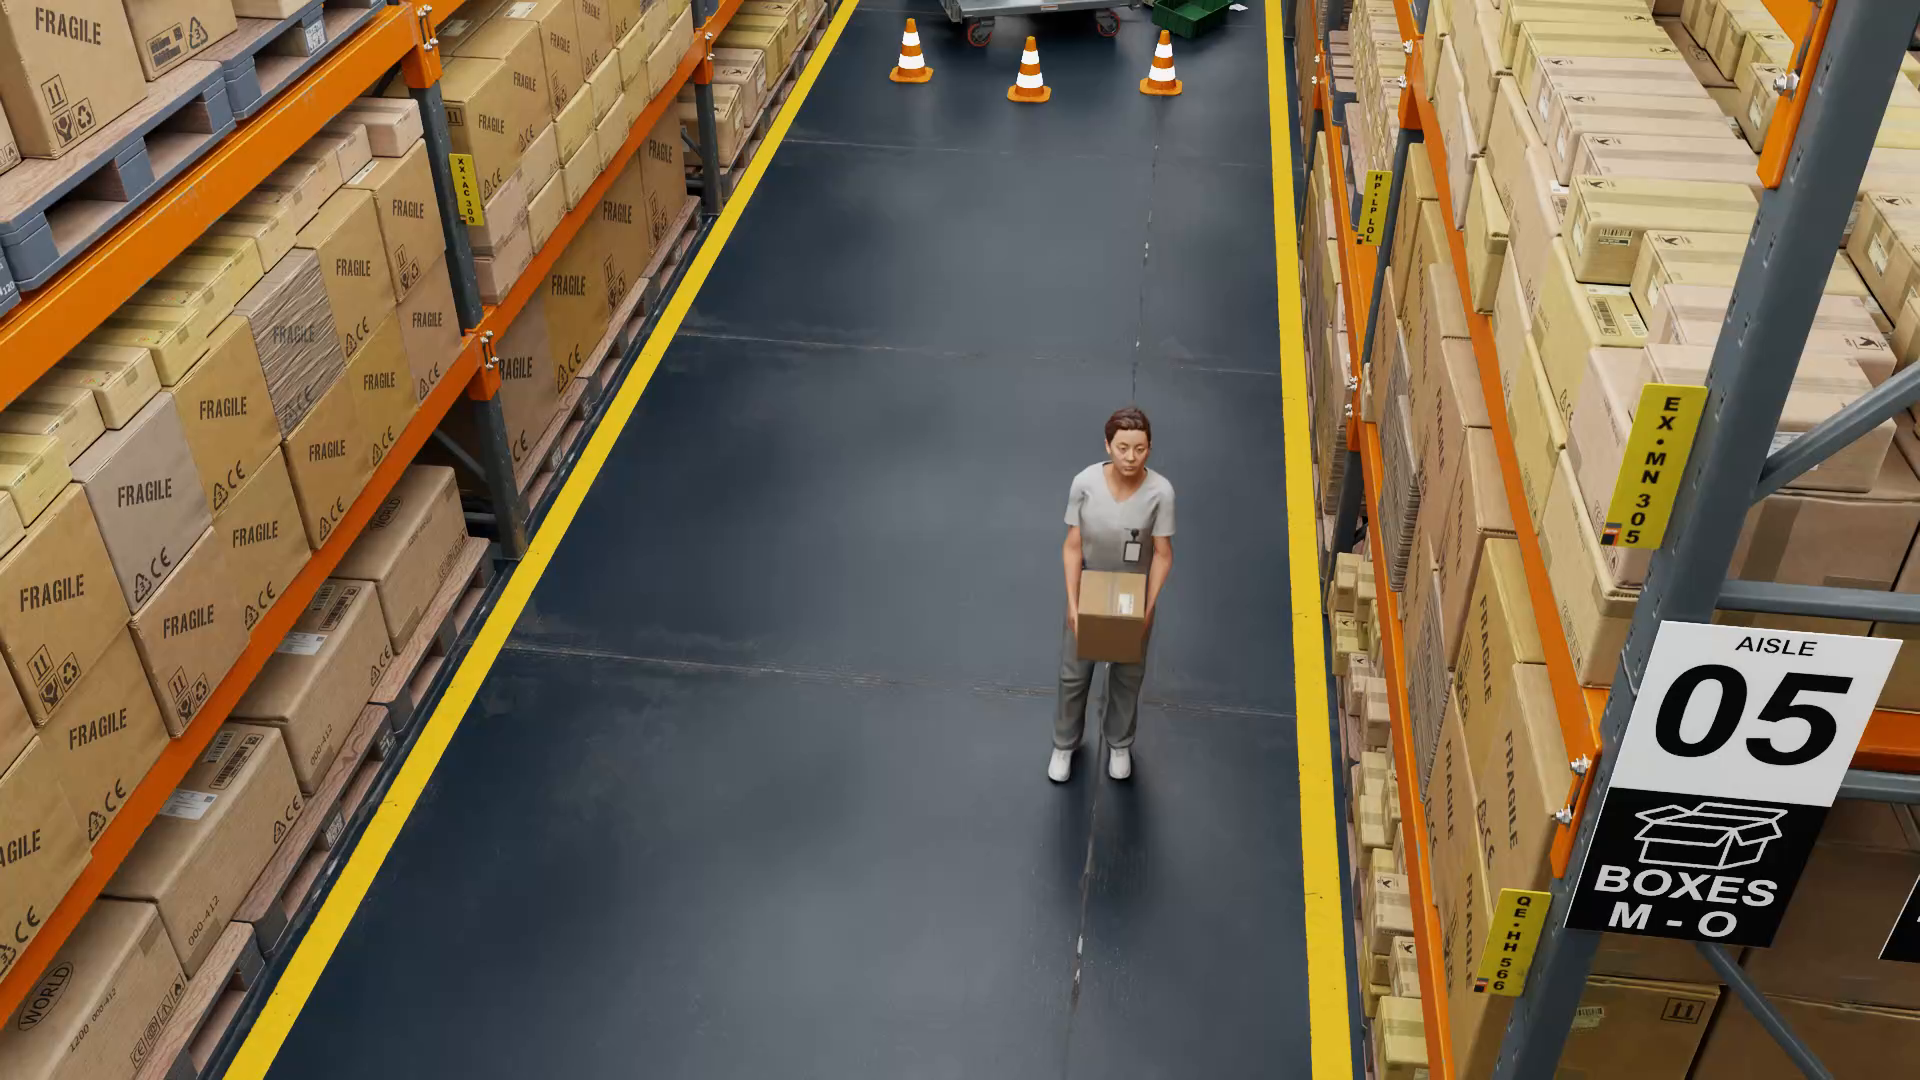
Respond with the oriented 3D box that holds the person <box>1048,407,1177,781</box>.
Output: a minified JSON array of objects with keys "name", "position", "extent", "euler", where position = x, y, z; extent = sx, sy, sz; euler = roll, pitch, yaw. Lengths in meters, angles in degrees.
[{"name":"person","position":[0.617,0.261,6.682],"extent":[0.452,1.676,0.534],"euler":[4,36,6]}]
